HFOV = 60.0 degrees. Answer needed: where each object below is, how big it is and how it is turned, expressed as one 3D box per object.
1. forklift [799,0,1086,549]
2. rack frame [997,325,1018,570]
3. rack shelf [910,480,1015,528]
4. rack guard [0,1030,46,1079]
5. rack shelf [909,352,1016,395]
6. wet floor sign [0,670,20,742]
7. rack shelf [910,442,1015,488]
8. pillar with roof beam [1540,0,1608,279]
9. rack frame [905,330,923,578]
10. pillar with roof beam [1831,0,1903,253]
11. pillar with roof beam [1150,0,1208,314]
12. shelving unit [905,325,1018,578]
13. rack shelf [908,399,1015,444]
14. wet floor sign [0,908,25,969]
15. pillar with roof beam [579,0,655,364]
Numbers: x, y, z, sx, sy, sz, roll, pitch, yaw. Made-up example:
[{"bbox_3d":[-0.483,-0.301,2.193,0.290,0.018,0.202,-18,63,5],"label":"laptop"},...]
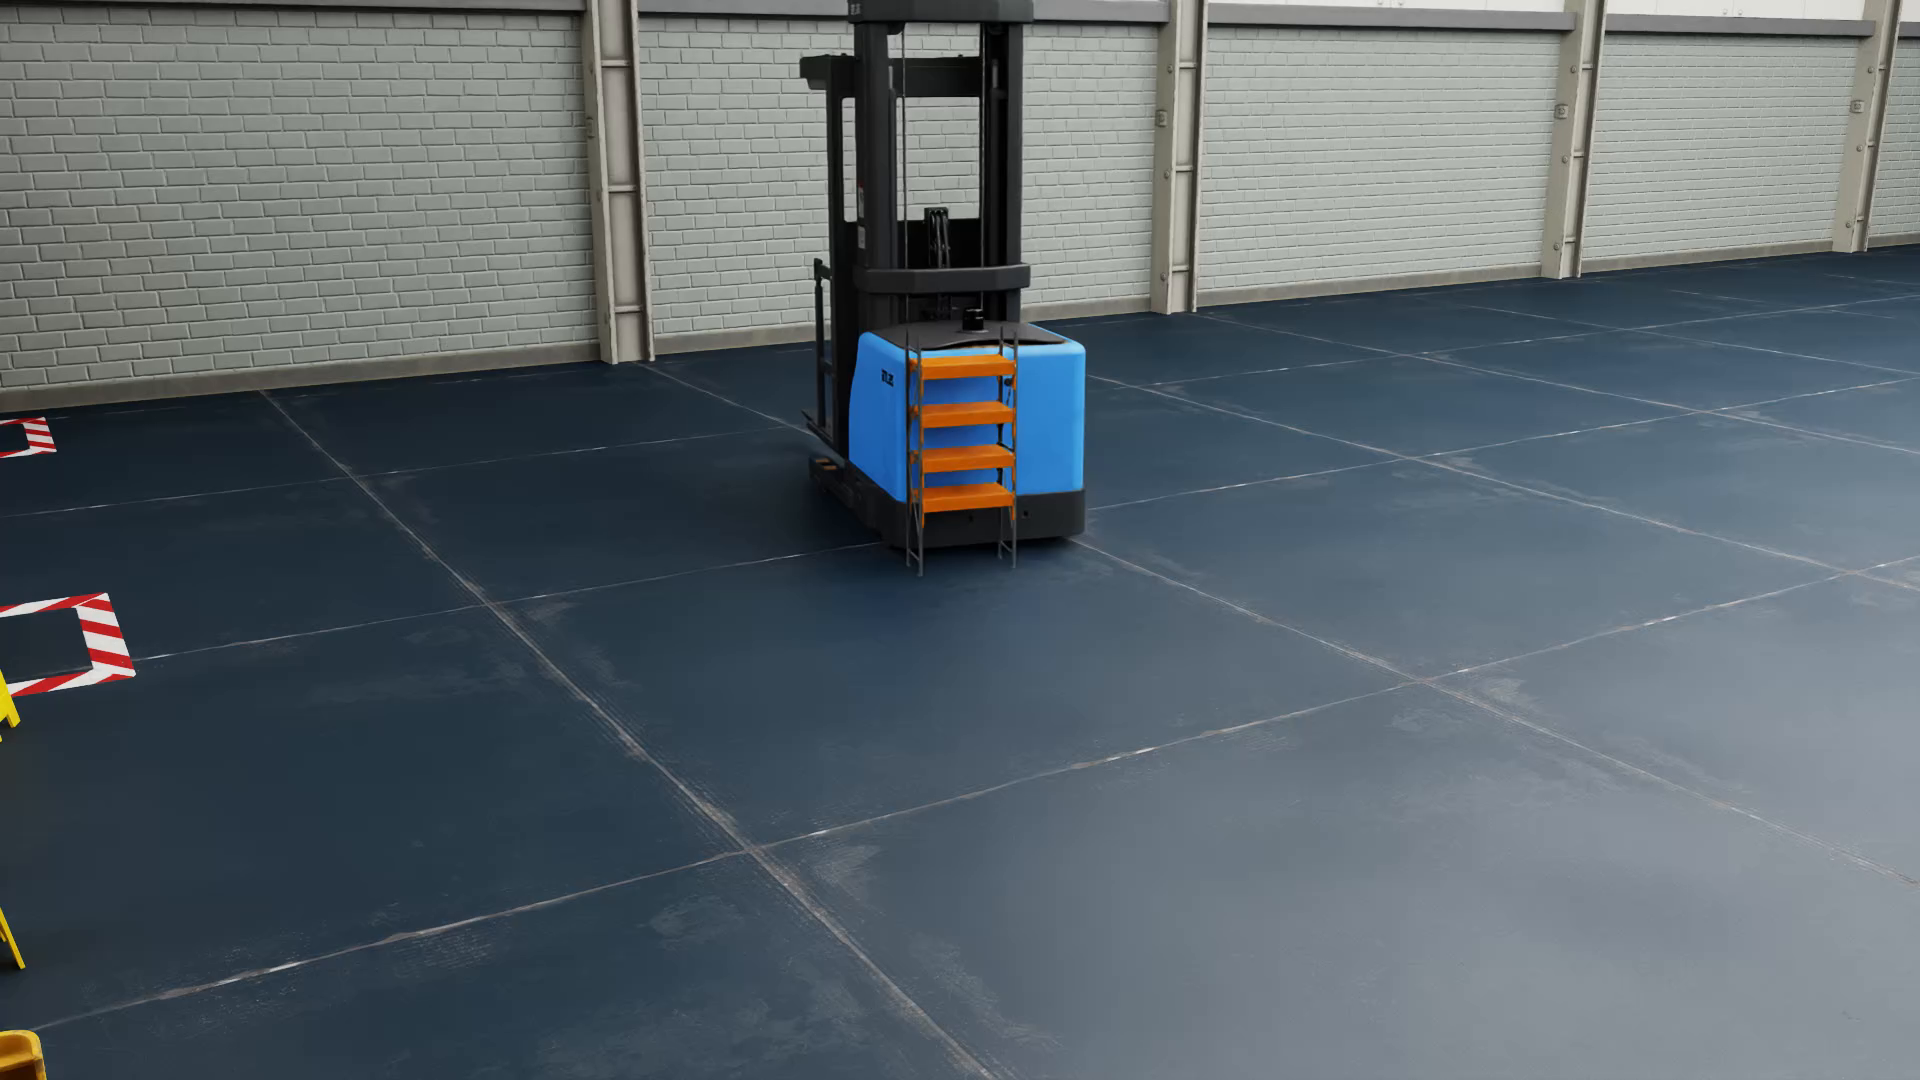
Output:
[{"bbox_3d":[-0.278,-1.719,9.613,1.130,2.935,3.031,-5,16,-17],"label":"forklift"},{"bbox_3d":[0.238,-0.459,8.323,0.015,1.200,0.240,-5,17,-17],"label":"rack frame"},{"bbox_3d":[0.005,-0.183,8.324,0.480,0.148,0.258,-5,17,-17],"label":"rack shelf"},{"bbox_3d":[-1.770,1.407,2.964,0.348,0.500,1.175,-9,18,-30],"label":"rack guard"},{"bbox_3d":[0.006,-0.817,8.145,0.480,0.148,0.258,-5,17,-17],"label":"rack shelf"},{"bbox_3d":[-3.713,0.430,6.179,0.232,0.644,0.267,-3,16,-11],"label":"wet floor sign"},{"bbox_3d":[0.005,-0.374,8.270,0.480,0.148,0.258,-5,17,-17],"label":"rack shelf"},{"bbox_3d":[9.599,-6.579,15.707,0.400,9.000,9.100,-9,18,-30],"label":"pillar with roof beam"},{"bbox_3d":[-0.227,-0.419,8.180,0.015,1.200,0.240,-5,17,-17],"label":"rack frame"},{"bbox_3d":[14.742,-7.413,18.682,0.400,9.000,9.100,-9,18,-30],"label":"pillar with roof beam"},{"bbox_3d":[4.456,-5.745,12.732,0.400,9.000,9.100,-9,18,-30],"label":"pillar with roof beam"},{"bbox_3d":[0.005,-0.439,8.252,0.503,1.200,0.258,-5,17,-17],"label":"shelving unit"},{"bbox_3d":[0.006,-0.590,8.209,0.480,0.148,0.258,-5,17,-17],"label":"rack shelf"},{"bbox_3d":[-2.786,0.878,4.581,0.232,0.644,0.267,-13,20,-39],"label":"wet floor sign"},{"bbox_3d":[-0.687,-4.911,9.756,0.400,9.000,9.100,-9,18,-30],"label":"pillar with roof beam"}]
